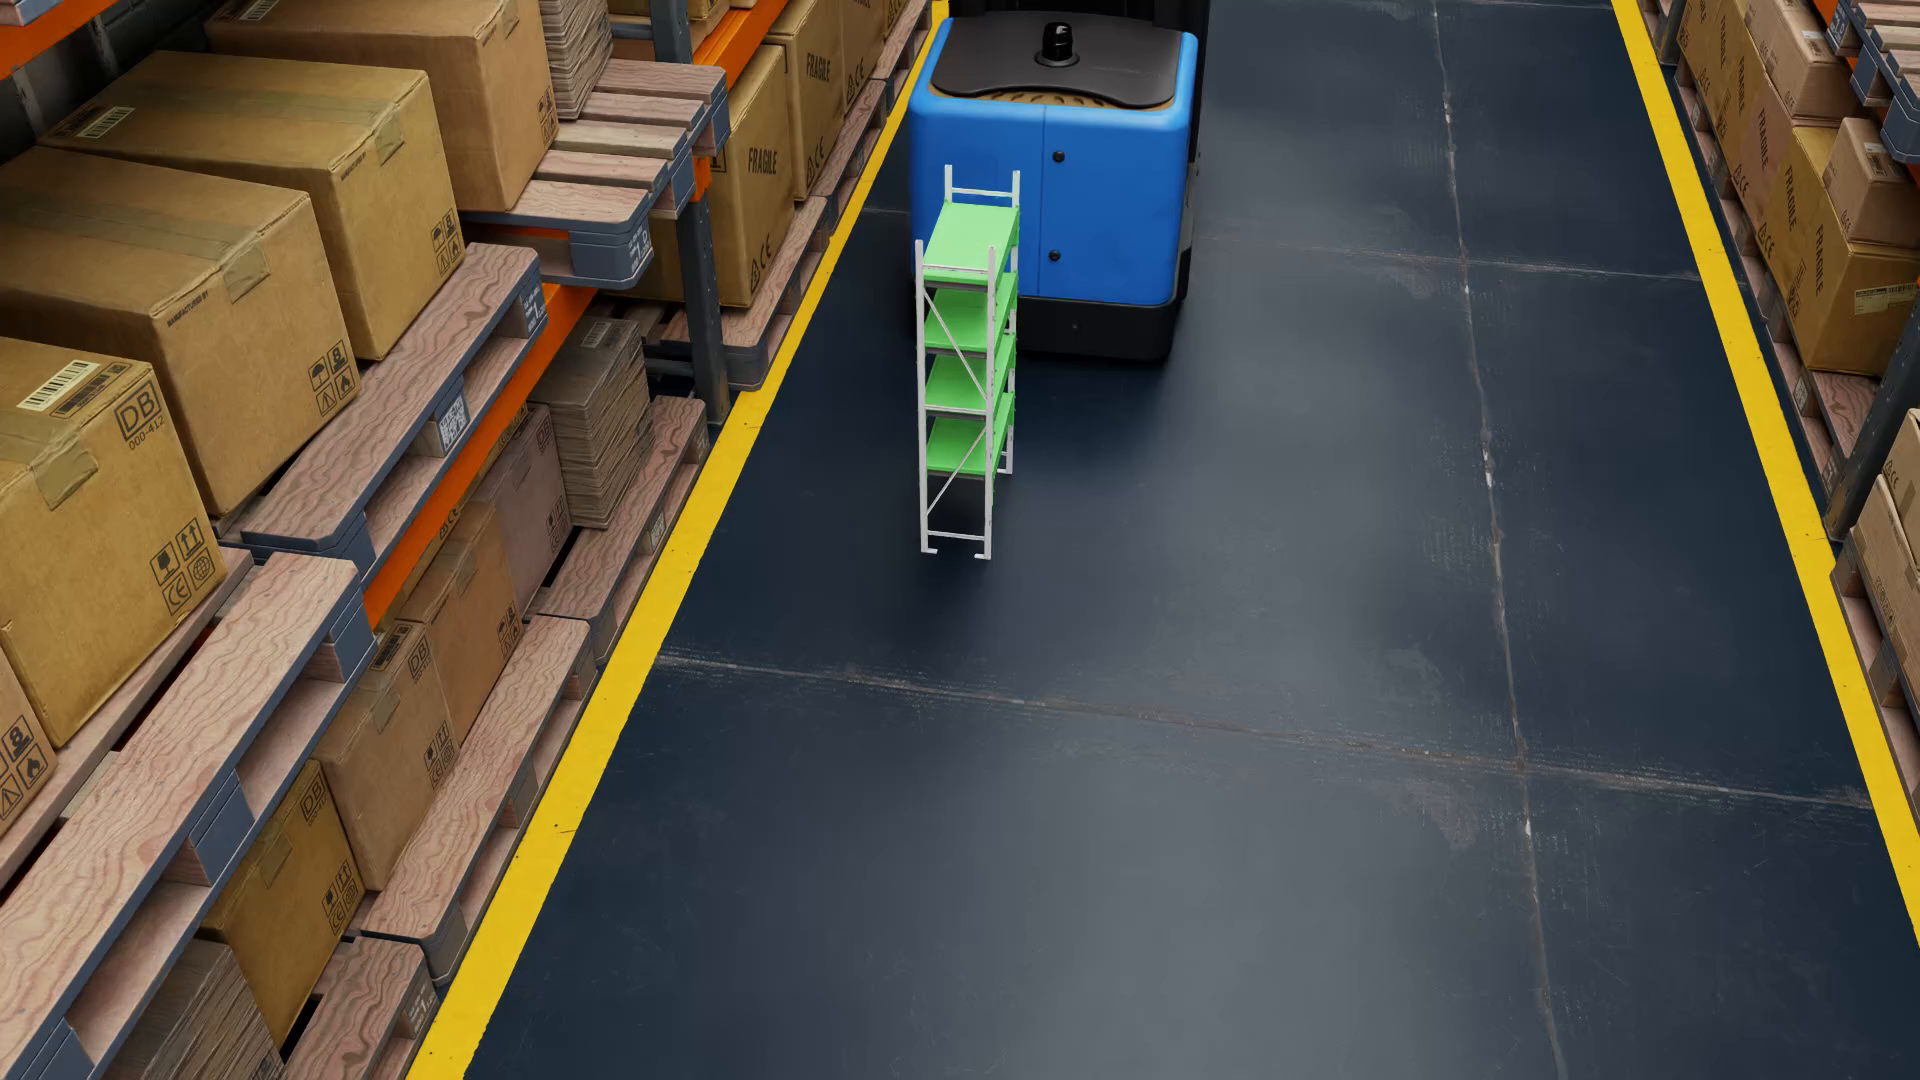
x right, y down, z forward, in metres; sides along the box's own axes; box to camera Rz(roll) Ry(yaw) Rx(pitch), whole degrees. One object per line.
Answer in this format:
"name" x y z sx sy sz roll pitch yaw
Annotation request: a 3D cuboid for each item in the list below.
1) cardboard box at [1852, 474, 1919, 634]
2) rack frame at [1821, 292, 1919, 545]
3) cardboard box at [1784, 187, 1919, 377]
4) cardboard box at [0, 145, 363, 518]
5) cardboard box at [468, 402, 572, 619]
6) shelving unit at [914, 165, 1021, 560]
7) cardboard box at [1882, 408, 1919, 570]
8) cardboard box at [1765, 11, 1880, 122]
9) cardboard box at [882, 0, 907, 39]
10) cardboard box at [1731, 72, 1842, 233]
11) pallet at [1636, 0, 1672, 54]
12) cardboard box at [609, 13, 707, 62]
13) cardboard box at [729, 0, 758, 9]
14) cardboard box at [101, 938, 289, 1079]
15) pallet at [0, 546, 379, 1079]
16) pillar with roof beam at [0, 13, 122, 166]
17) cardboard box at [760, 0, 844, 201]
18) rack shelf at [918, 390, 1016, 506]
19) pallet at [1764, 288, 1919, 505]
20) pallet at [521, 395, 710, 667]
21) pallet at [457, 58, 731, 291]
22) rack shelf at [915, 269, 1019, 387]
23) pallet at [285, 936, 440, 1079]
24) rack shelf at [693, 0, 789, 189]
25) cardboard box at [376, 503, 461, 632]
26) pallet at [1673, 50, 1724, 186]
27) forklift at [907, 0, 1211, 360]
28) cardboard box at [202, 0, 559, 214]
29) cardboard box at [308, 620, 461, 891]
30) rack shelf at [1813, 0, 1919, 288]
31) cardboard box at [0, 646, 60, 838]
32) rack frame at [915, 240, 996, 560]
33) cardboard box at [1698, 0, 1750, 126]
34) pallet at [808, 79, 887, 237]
"cardboard box" 3.122 0.066 5.144 0.500 0.250 0.500 6 40 8
"rack frame" 3.502 -1.128 4.760 1.000 3.000 0.127 6 40 8
"cardboard box" 3.432 -0.947 6.158 0.500 0.500 0.500 8 40 9
"cardboard box" -1.761 -0.452 3.519 0.700 0.500 0.500 12 41 14
"cardboard box" -1.655 -0.110 5.145 0.700 0.500 0.500 6 40 8
"shelving unit" 0.029 -0.566 5.493 0.258 1.200 0.503 6 40 8
"cardboard box" 3.122 -0.150 4.965 0.500 0.311 0.500 8 40 9
"cardboard box" 3.611 -1.914 6.739 0.500 0.250 0.500 6 40 7
"cardboard box" -0.670 -3.093 8.495 0.750 0.750 0.750 7 40 8
"cardboard box" 3.607 -1.602 6.950 0.500 0.500 0.500 5 40 6
"pallet" 4.314 -2.994 9.206 1.003 0.211 1.213 6 40 8
"cardboard box" -1.093 -1.764 5.711 0.380 0.149 0.250 6 40 7
"cardboard box" -0.911 -2.078 6.091 0.380 0.149 0.250 8 40 9
"cardboard box" -1.959 1.169 3.599 0.700 0.500 0.500 8 40 9
"pallet" -1.794 0.449 3.004 1.003 0.211 1.213 6 40 8
"pillar with roof beam" 1.785 -2.789 2.061 9.100 9.000 0.400 6 40 8
"cardboard box" -0.963 -2.001 7.174 0.750 0.750 0.750 6 40 7
"rack shelf" 0.029 -0.332 5.687 0.258 0.148 0.480 6 40 8
"pallet" 3.668 -0.518 6.210 1.003 0.211 1.213 6 40 8
"pallet" -1.515 -0.107 5.714 1.003 0.211 1.213 6 40 8
"pallet" -1.396 -1.139 4.924 1.213 0.211 1.003 6 40 8
"rack shelf" 0.029 -0.702 5.381 0.258 0.148 0.480 6 40 8
"pallet" -1.937 1.425 3.861 1.003 0.211 1.213 6 40 8
"rack shelf" -1.032 -2.650 7.165 1.077 0.370 4.000 6 40 8
"cardboard box" -1.696 -0.035 4.466 0.500 0.250 0.500 6 40 7
"pallet" 4.090 -2.049 8.063 1.003 0.211 1.213 6 40 8
"forklift" 0.534 -2.769 6.799 1.130 2.935 3.031 6 40 7
"cardboard box" -1.519 -1.230 4.460 0.700 0.500 0.500 3 40 3
"cardboard box" -1.791 0.523 4.380 0.700 0.500 0.500 7 40 8
"rack shelf" 3.848 -2.106 6.507 1.077 0.370 4.000 6 40 8
"cardboard box" -1.948 0.315 2.591 0.700 0.500 0.500 7 40 8
"rack frame" -0.014 -0.413 5.308 0.240 1.200 0.015 6 40 8
"cardboard box" 3.789 -2.232 7.712 0.500 0.500 0.500 7 40 8
"pallet" -0.954 -1.847 7.818 1.003 0.211 1.213 6 40 8
